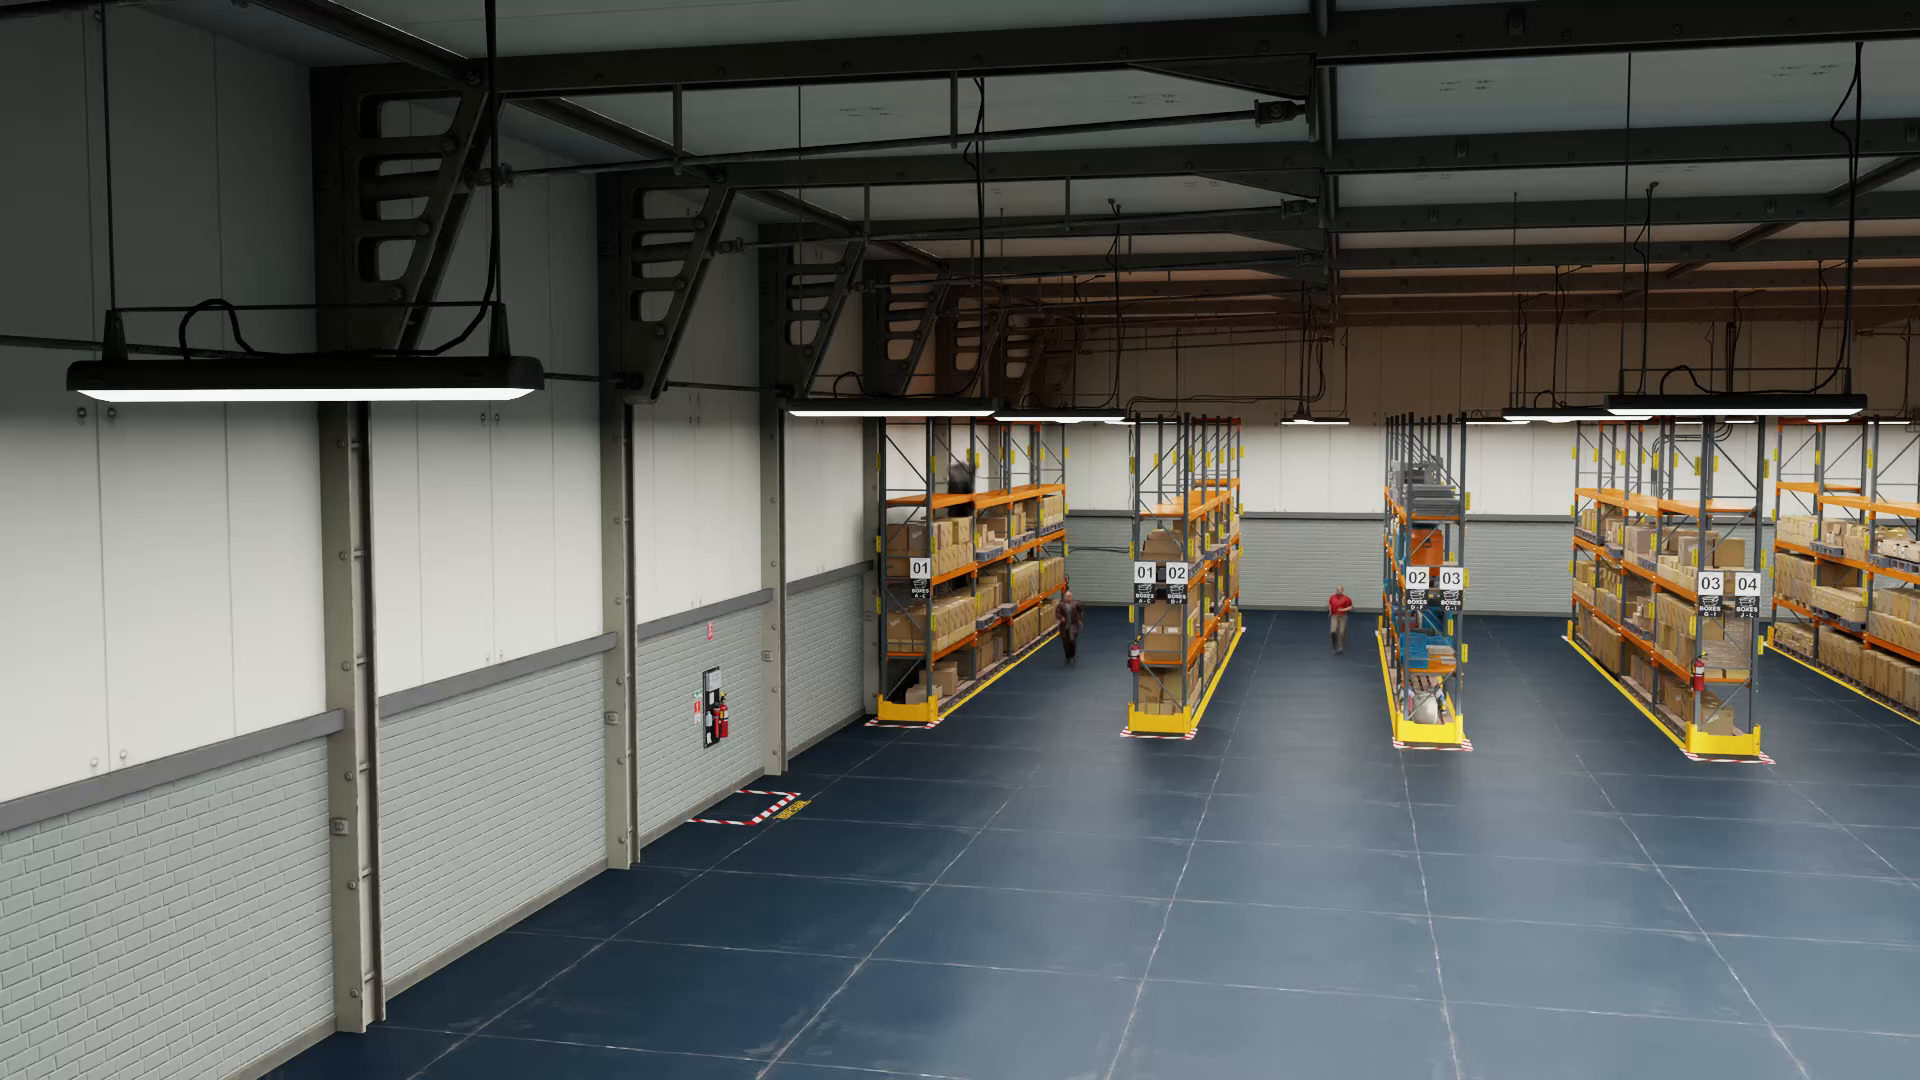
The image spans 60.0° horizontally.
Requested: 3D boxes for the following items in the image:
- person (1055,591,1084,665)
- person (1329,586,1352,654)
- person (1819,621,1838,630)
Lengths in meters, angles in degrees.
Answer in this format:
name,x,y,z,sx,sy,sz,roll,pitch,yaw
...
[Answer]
name,x,y,z,sx,sy,sz,roll,pitch,yaw
person,2.630,2.128,40.146,0.676,1.779,0.846,1,4,9
person,9.601,2.040,42.056,0.629,1.749,0.716,2,4,25
person,22.935,1.900,44.009,0.622,1.731,0.674,3,5,38
